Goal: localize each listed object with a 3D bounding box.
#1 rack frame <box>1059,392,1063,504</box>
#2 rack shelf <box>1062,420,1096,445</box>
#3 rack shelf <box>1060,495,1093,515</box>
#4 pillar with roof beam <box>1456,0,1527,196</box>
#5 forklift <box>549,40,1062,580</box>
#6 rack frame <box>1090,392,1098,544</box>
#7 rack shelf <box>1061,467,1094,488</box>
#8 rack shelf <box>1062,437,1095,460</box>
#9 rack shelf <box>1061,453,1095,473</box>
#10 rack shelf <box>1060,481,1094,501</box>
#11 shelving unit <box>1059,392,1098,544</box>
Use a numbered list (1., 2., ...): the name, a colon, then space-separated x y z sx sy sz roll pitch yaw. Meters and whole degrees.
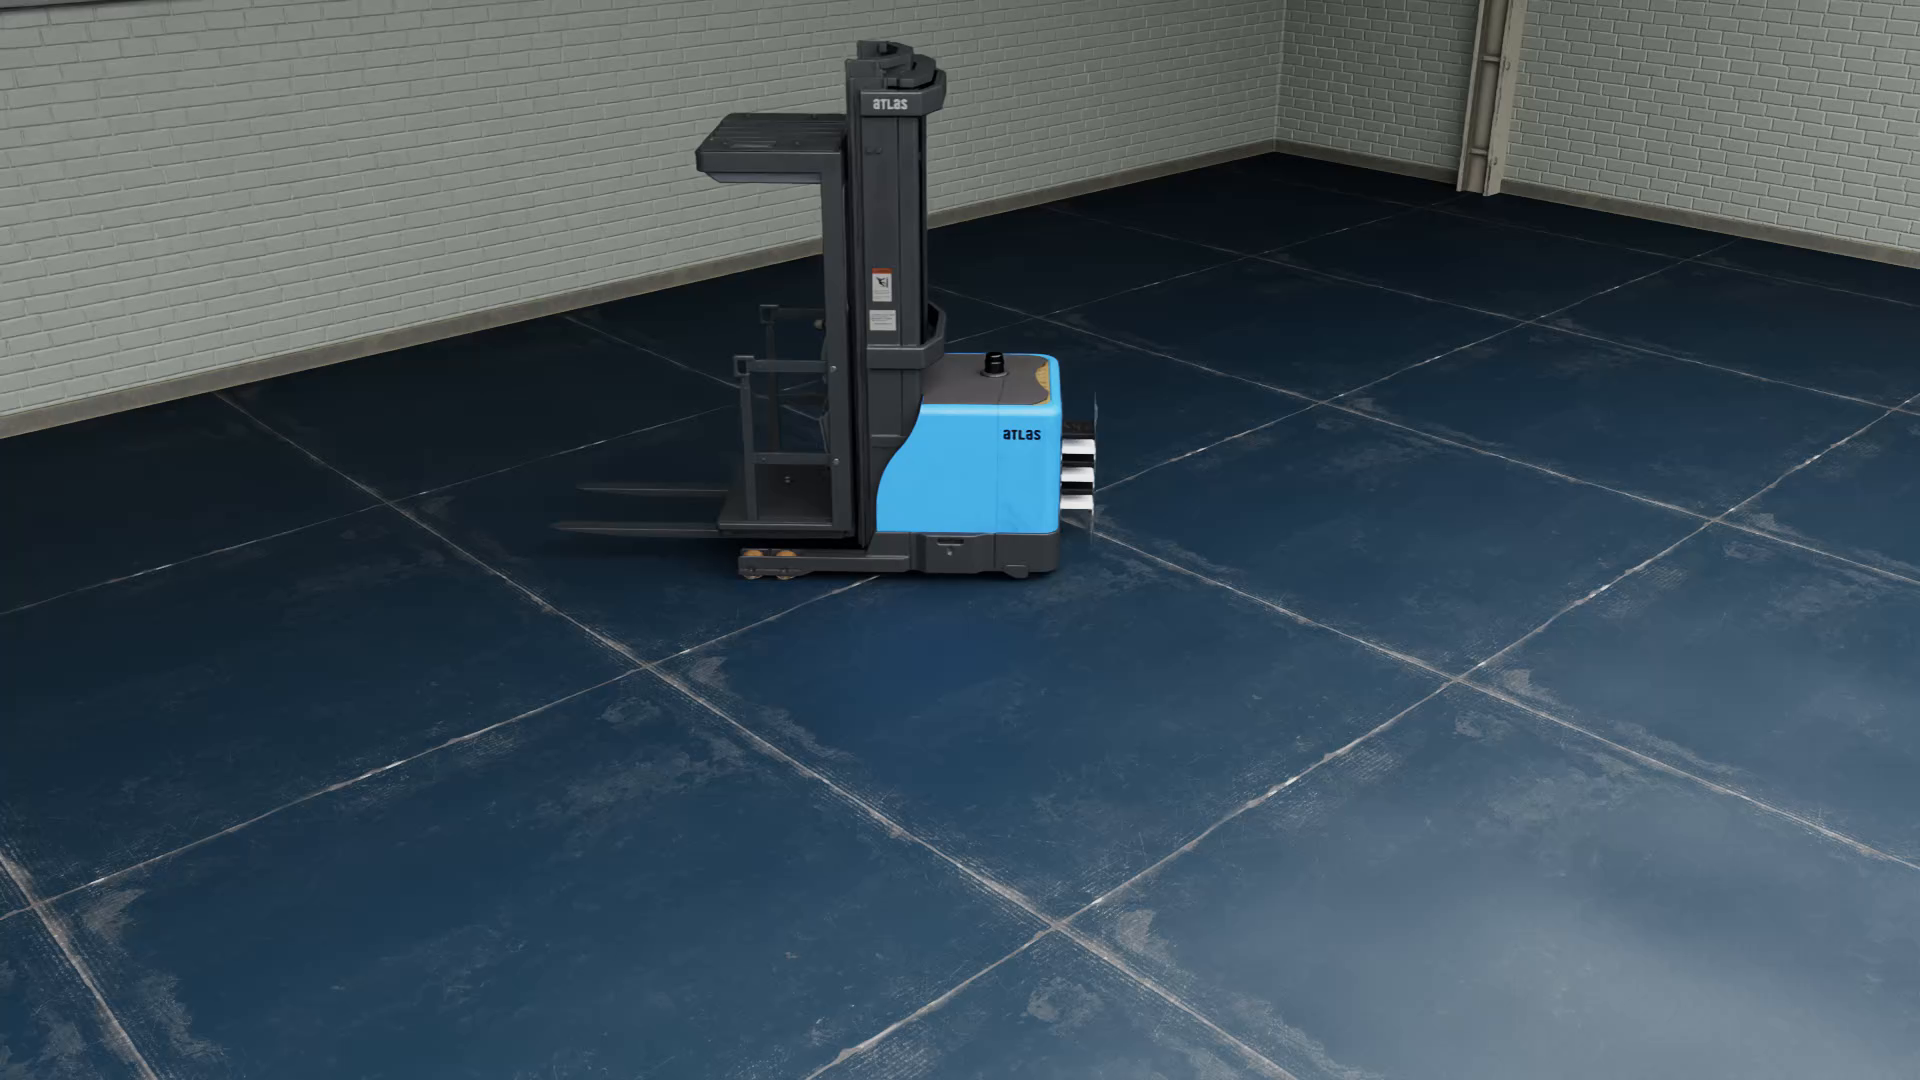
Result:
1. rack frame: 0.611 -0.435 10.119 0.006 0.900 0.240 1 25 2
2. rack shelf: 0.713 -0.649 10.018 0.200 0.077 0.258 1 25 2
3. rack shelf: 0.713 -0.239 10.205 0.200 0.077 0.258 1 25 2
4. pillar with roof beam: 2.772 -6.852 14.427 9.100 9.000 0.400 -21 32 -38
5. forklift: -0.915 -1.319 9.611 3.031 2.935 1.130 1 25 2
6. rack frame: 0.814 -0.432 10.113 0.006 0.900 0.240 1 25 2
7. rack shelf: 0.713 -0.403 10.130 0.200 0.077 0.258 1 25 2
8. rack shelf: 0.713 -0.567 10.055 0.200 0.077 0.258 1 25 2
9. rack shelf: 0.713 -0.485 10.093 0.200 0.077 0.258 1 25 2
10. rack shelf: 0.713 -0.321 10.167 0.200 0.077 0.258 1 25 2
11. shelving unit: 0.713 -0.434 10.116 0.210 0.900 0.258 1 25 2
